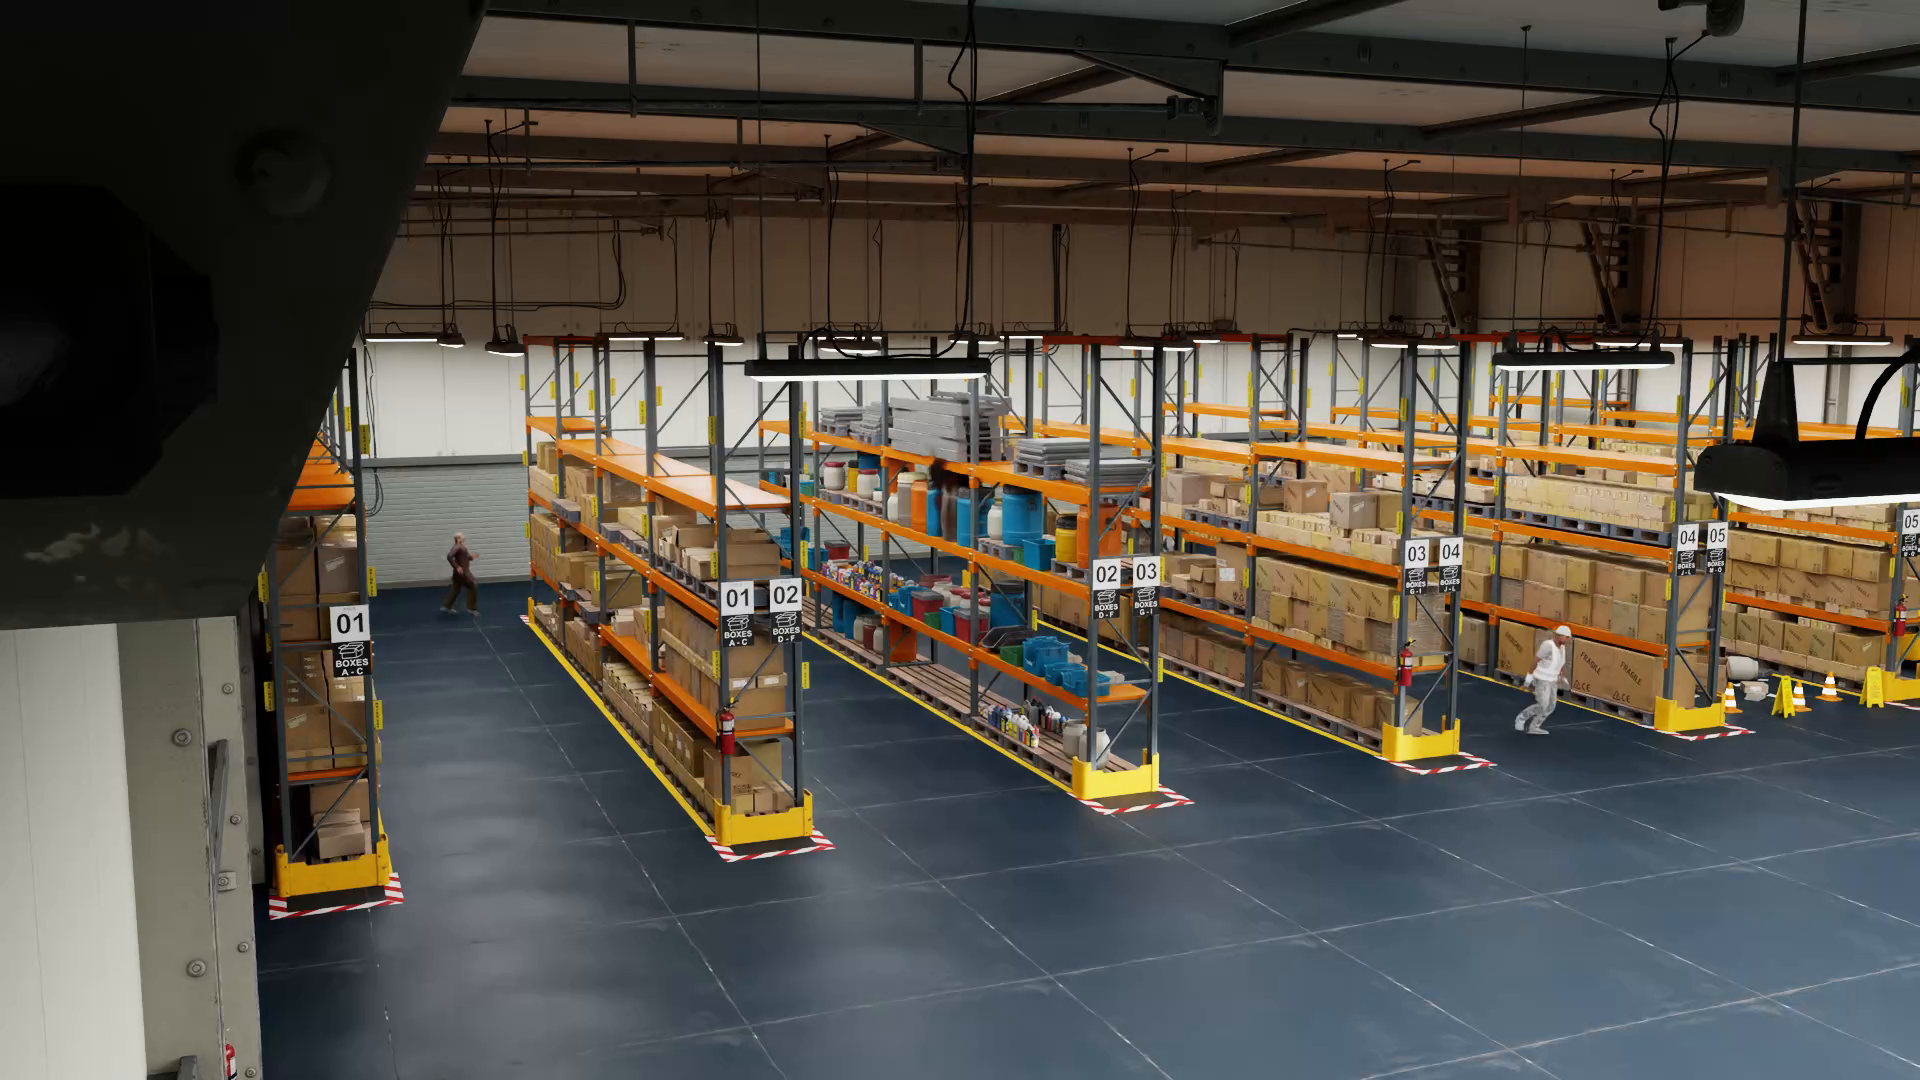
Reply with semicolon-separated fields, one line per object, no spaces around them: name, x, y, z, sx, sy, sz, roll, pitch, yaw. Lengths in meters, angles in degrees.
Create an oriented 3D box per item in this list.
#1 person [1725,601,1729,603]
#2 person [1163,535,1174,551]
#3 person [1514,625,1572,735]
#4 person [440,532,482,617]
person;15.912;0.950;34.162;0.708;1.719;0.712;-6;9;-37
person;5.283;-0.185;42.454;0.572;1.784;0.797;5;9;35
person;8.894;2.123;25.277;0.807;1.695;0.690;-7;10;-42
person;-10.633;0.750;35.353;0.865;1.845;0.655;-4;9;-27
